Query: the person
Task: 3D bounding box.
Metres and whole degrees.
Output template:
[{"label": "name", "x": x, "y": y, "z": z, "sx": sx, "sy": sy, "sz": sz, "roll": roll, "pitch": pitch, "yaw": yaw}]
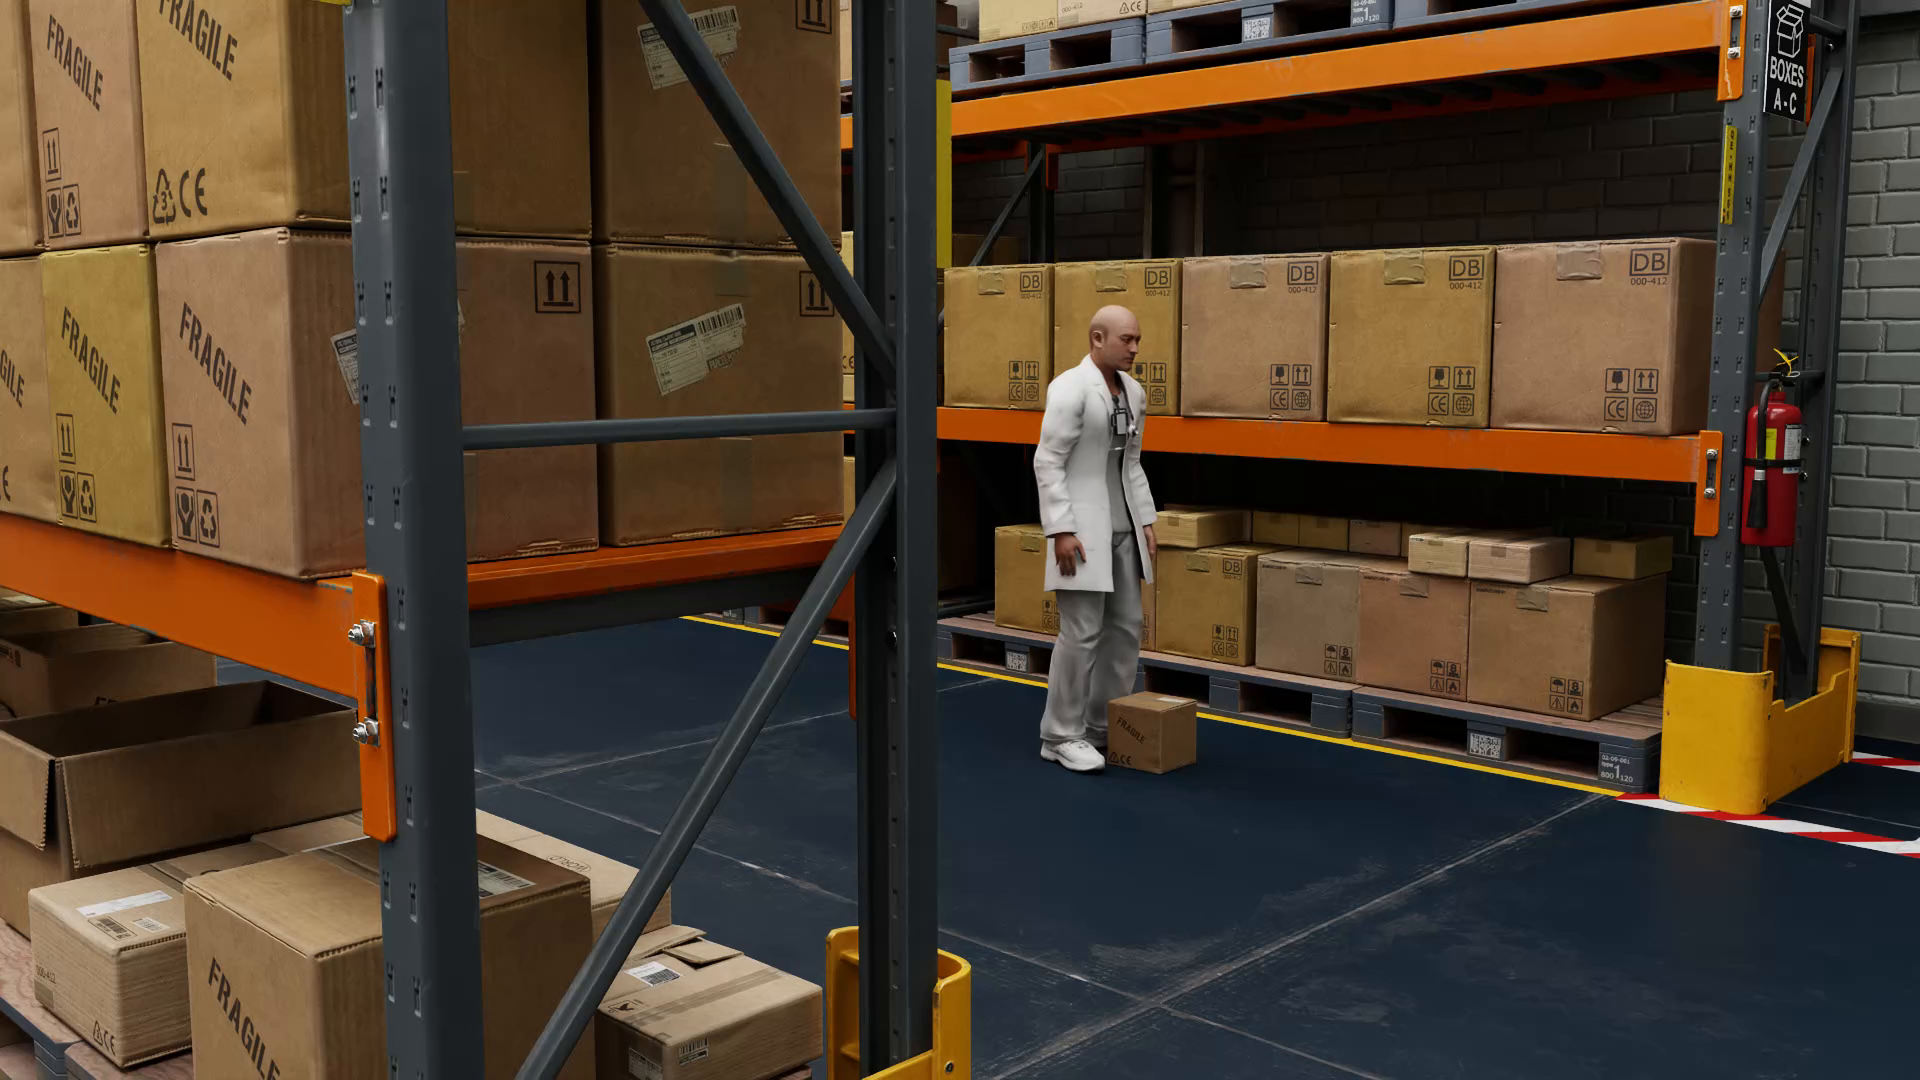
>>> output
[{"label": "person", "x": 0.548, "y": -0.025, "z": 6.520, "sx": 0.426, "sy": 1.774, "sz": 0.643, "roll": 6, "pitch": 9, "yaw": 42}]
